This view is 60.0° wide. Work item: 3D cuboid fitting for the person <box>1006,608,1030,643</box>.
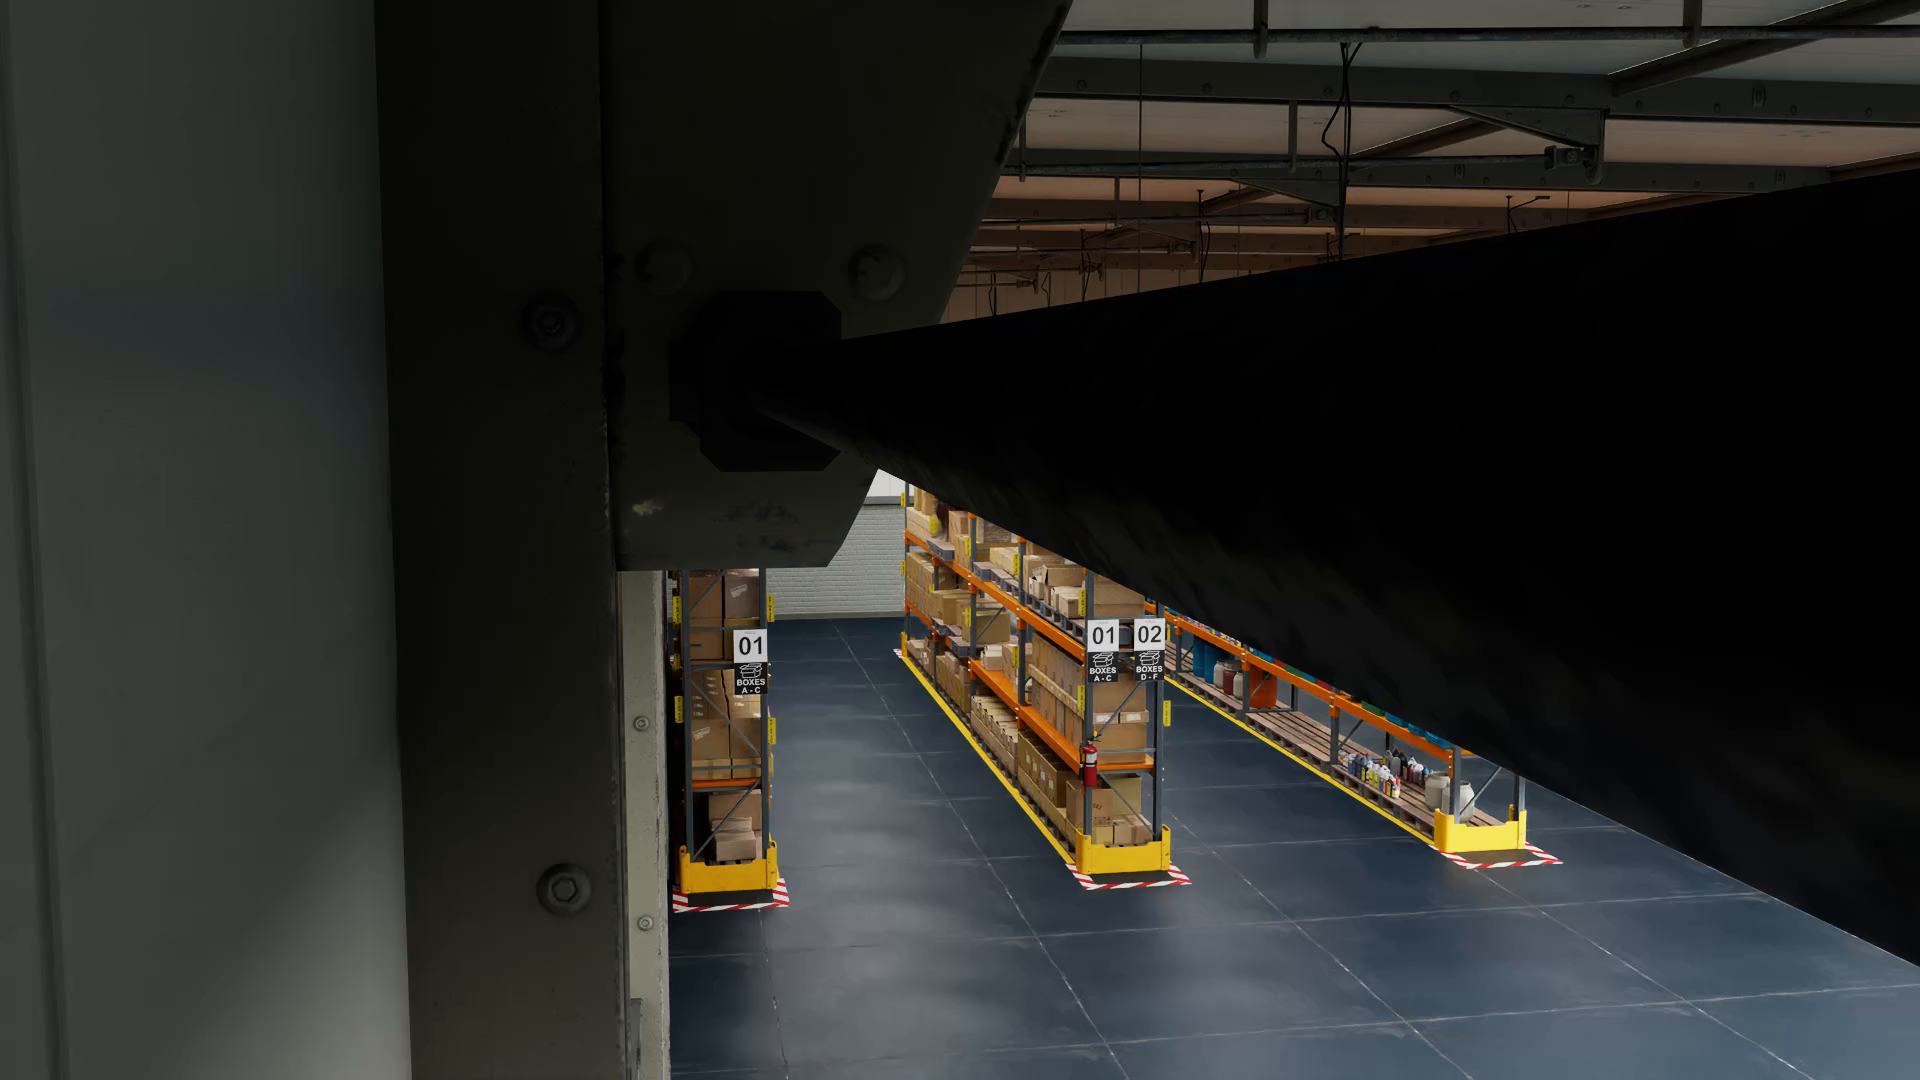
[{"bbox_3d":[1.189,1.728,36.445,0.668,1.503,0.851,-3,7,-28],"label":"person"}]
